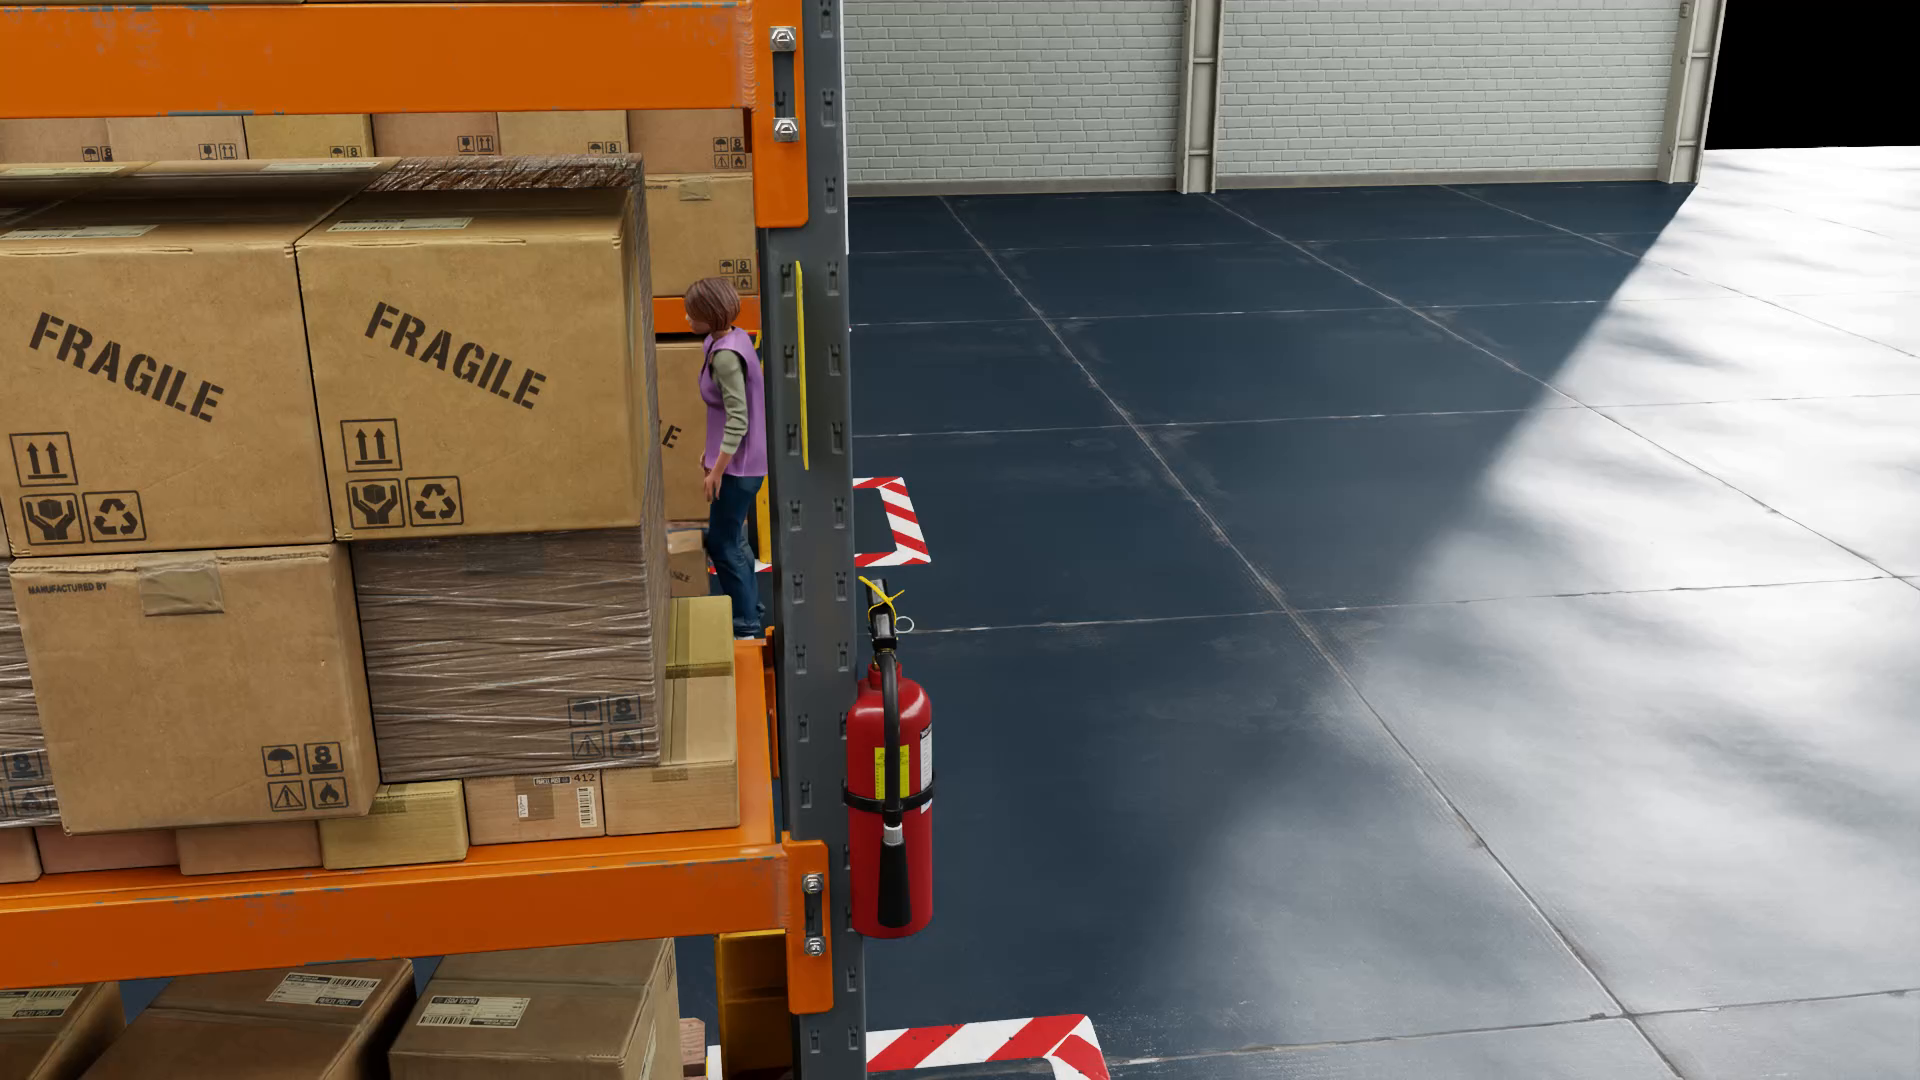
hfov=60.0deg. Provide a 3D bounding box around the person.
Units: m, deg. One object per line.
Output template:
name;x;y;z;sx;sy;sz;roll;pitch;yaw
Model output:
person;-0.969;-0.303;6.904;0.373;1.596;0.455;-3;21;-9
